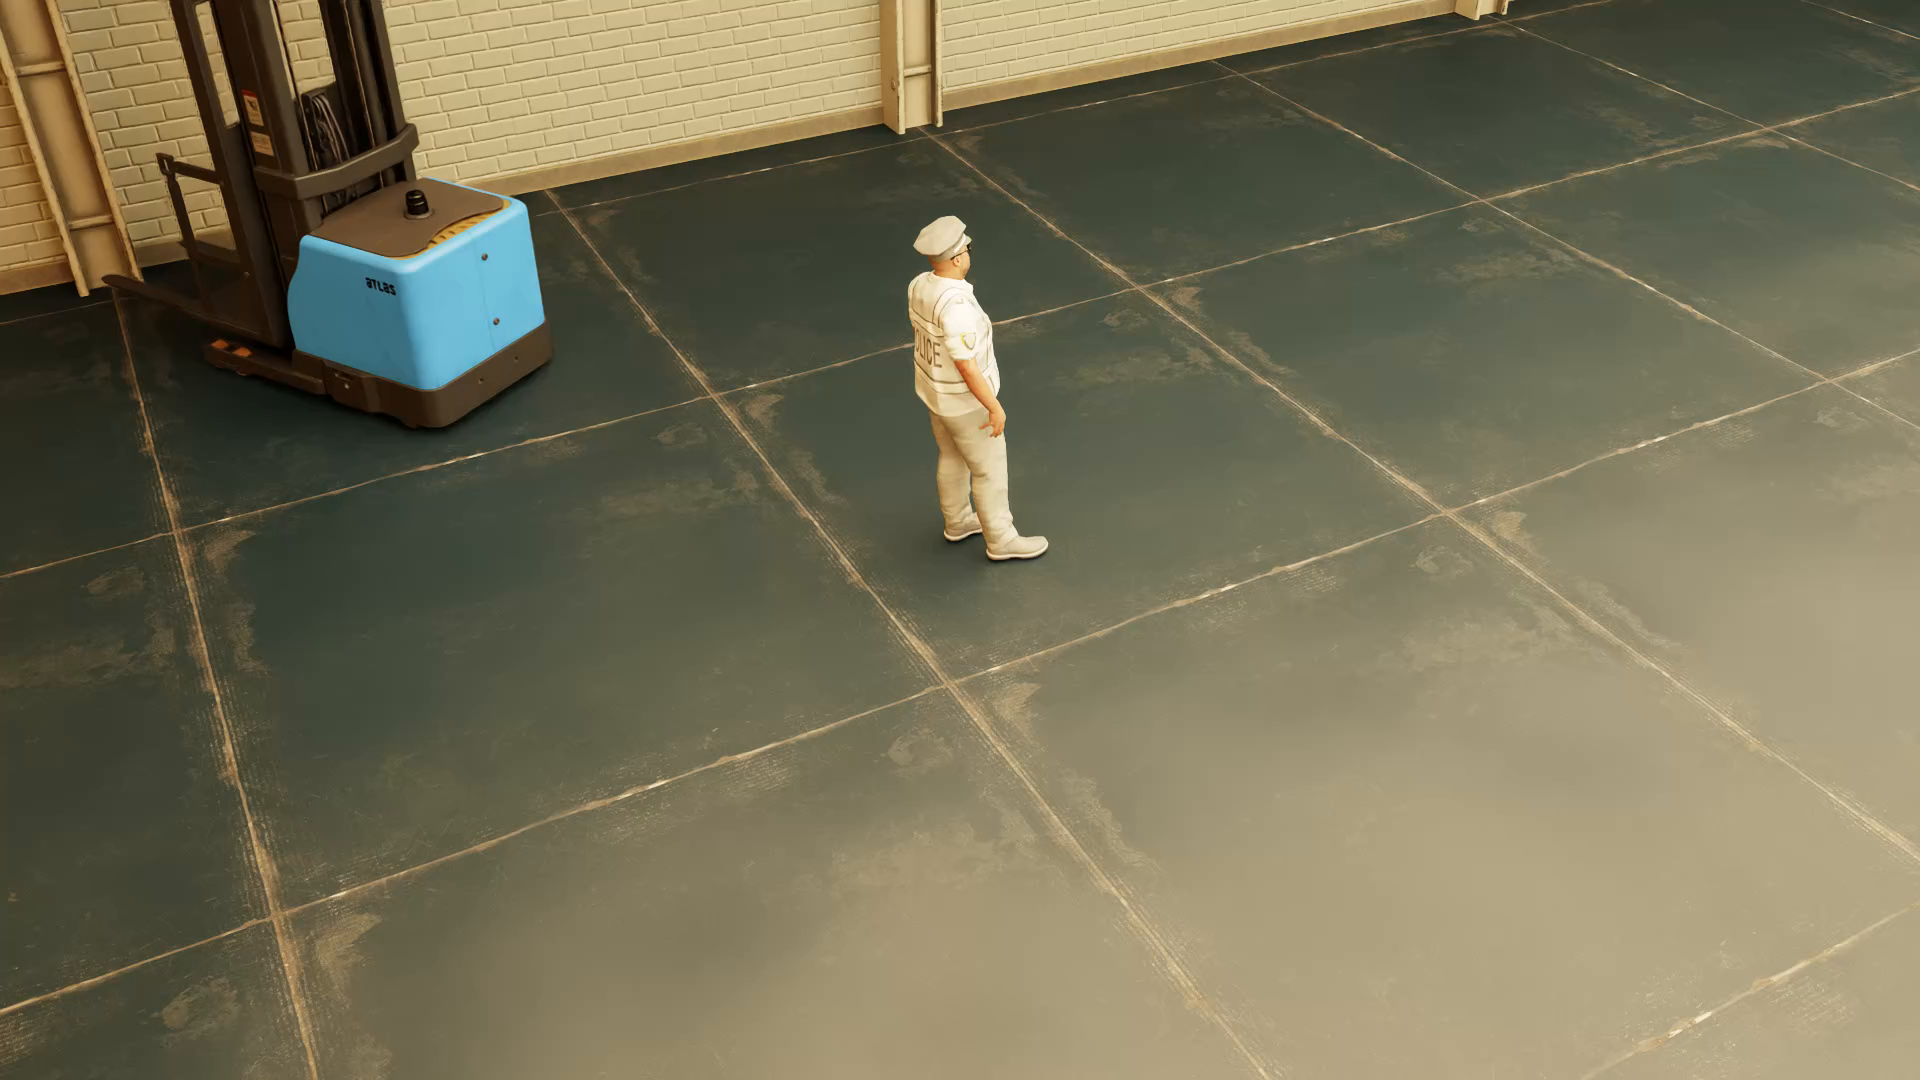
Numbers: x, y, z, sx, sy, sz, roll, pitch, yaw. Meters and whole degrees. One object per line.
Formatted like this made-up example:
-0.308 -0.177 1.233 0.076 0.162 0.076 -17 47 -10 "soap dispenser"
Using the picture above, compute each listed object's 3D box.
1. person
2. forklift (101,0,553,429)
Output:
0.074 -0.748 8.166 0.574 1.778 0.641 -17 39 -23 "person"
-4.019 -2.438 9.572 3.031 2.935 1.130 18 39 23 "forklift"
